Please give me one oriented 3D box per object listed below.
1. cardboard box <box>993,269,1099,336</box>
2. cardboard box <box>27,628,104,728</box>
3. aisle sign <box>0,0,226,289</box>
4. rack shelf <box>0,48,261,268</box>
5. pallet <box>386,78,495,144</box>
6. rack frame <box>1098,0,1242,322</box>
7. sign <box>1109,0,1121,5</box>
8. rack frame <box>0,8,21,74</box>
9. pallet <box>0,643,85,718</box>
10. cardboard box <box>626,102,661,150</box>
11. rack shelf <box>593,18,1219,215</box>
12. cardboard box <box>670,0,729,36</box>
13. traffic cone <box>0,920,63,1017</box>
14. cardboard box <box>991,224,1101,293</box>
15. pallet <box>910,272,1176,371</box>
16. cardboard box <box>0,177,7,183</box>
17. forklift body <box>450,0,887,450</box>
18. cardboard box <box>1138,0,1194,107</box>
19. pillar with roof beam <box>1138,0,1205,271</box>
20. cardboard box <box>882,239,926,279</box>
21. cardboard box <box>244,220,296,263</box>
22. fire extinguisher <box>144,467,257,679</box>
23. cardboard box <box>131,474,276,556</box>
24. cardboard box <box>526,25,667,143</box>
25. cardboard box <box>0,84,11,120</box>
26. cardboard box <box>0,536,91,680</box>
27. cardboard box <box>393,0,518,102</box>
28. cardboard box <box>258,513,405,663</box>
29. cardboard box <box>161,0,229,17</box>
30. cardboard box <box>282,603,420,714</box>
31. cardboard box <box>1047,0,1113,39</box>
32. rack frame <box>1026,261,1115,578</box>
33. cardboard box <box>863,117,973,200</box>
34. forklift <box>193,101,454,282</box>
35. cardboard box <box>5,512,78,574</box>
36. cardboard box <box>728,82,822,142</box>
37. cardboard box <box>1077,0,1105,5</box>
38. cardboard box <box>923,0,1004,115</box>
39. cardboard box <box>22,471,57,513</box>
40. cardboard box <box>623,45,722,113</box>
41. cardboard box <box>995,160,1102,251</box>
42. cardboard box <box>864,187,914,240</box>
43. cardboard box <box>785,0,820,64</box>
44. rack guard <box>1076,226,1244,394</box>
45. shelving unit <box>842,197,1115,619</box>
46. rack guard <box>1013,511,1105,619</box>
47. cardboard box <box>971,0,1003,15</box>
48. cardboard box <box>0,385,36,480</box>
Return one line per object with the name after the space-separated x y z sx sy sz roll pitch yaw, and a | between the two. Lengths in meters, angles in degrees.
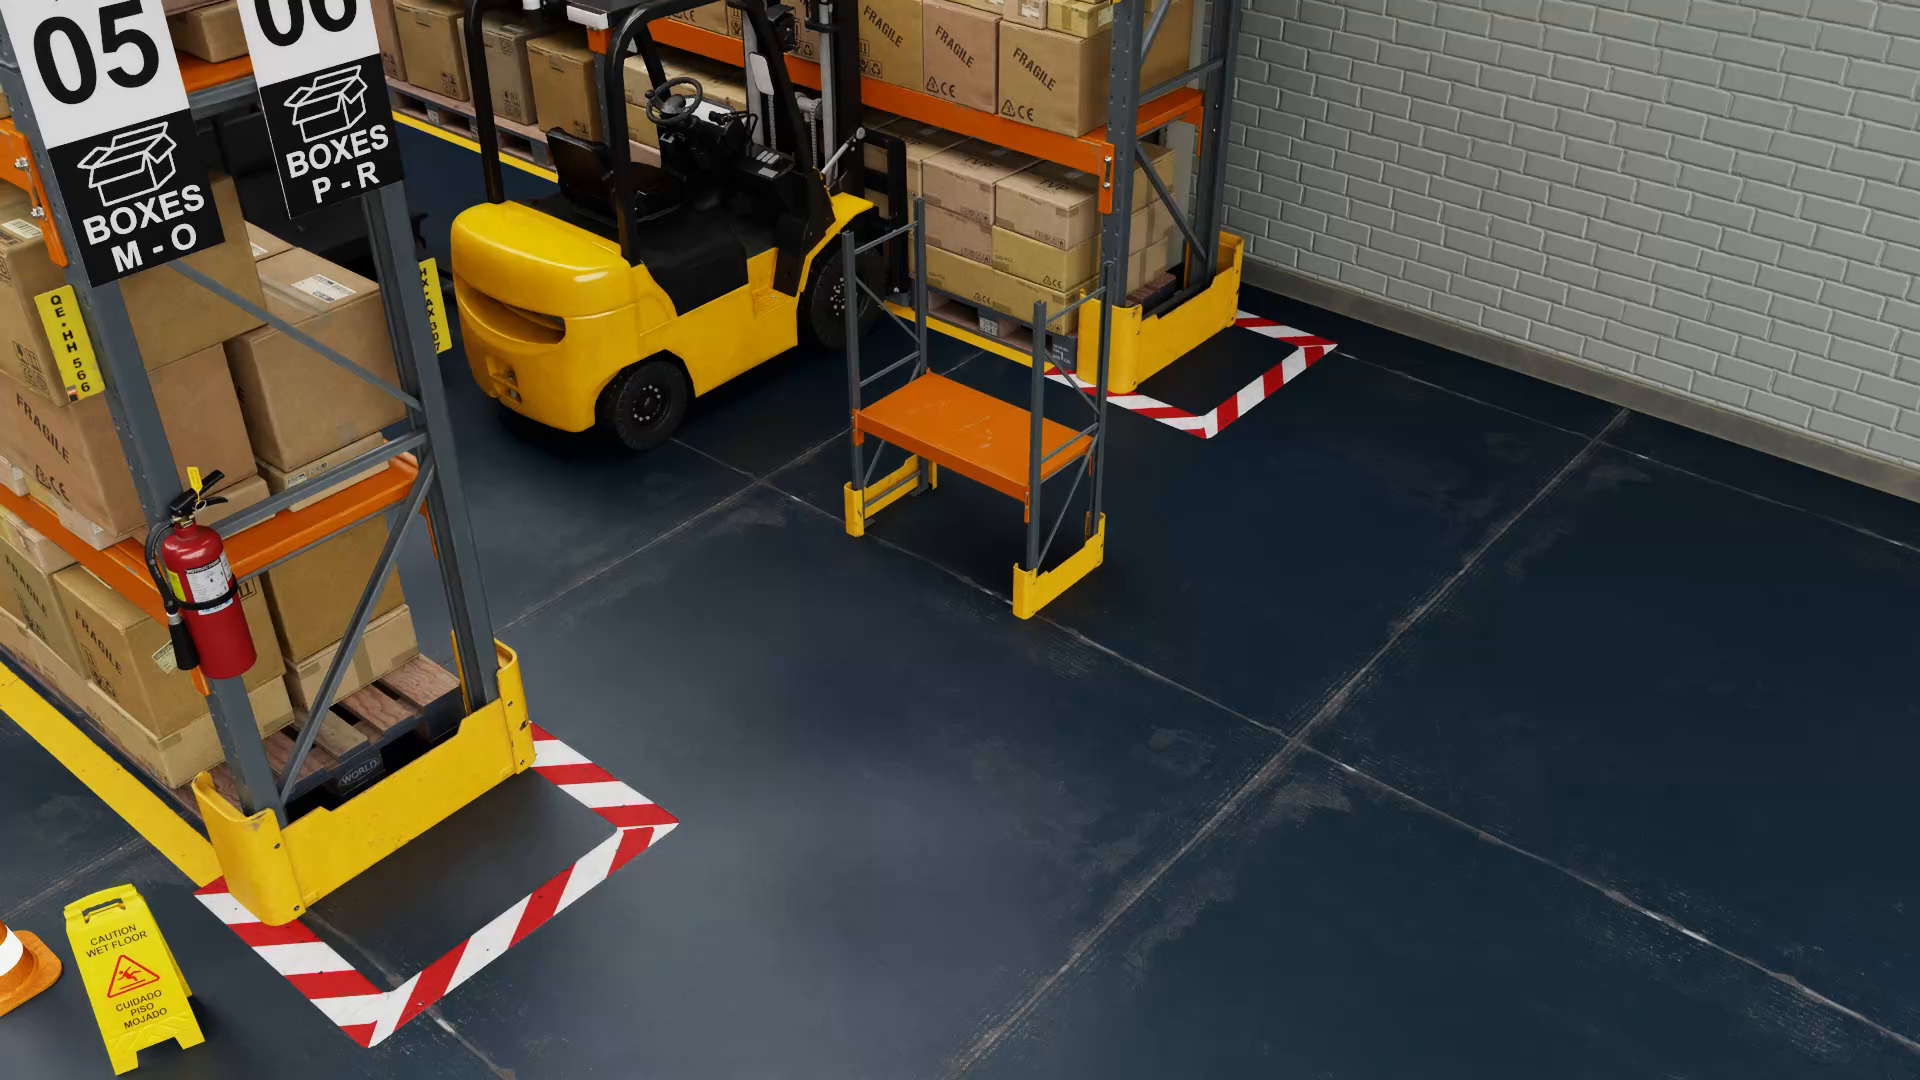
0.530 -1.399 9.195 0.500 0.250 0.500 26 42 32 | cardboard box
-3.267 0.428 6.535 0.500 0.250 0.500 25 42 32 | cardboard box
-2.218 -1.088 4.389 0.004 0.787 0.394 25 42 32 | aisle sign
-3.617 -1.830 5.750 4.000 0.370 1.077 25 42 32 | rack shelf
-3.514 -3.317 12.394 1.213 0.211 1.003 25 42 32 | pallet
1.093 -2.326 8.488 0.127 3.000 1.000 25 42 32 | rack frame
0.735 -2.670 7.756 0.005 0.325 0.100 25 42 32 | sign
-2.080 -2.638 3.643 0.127 3.000 1.000 25 42 32 | rack frame
-3.674 0.205 7.265 1.213 0.211 1.003 25 42 32 | pallet
-1.807 -2.711 10.665 0.500 0.250 0.500 25 42 32 | cardboard box
-0.444 -2.754 9.746 4.000 0.370 1.077 25 42 32 | rack shelf
-1.396 -3.361 9.905 0.500 0.500 0.500 26 42 33 | cardboard box
-3.236 1.286 5.469 0.334 0.463 0.336 25 42 32 | traffic cone
0.519 -1.612 9.064 0.500 0.250 0.500 25 41 31 | cardboard box
0.478 -1.436 9.654 1.213 0.211 1.003 25 42 32 | pallet
-2.997 -1.018 5.348 0.500 0.500 0.700 26 42 32 | cardboard box
-1.532 -1.869 8.572 1.214 2.155 2.313 25 42 32 | forklift body
0.890 -2.668 8.897 0.500 0.500 0.500 27 43 33 | cardboard box
-1.620 -3.571 5.000 0.400 9.000 9.100 25 42 32 | pillar with roof beam
-0.225 -1.768 9.733 0.500 0.250 0.500 26 42 32 | cardboard box
-2.667 -0.808 5.925 0.500 0.500 0.500 27 43 33 | cardboard box
-2.287 0.109 5.011 0.183 0.674 0.296 25 42 32 | fire extinguisher
-2.504 -0.104 5.474 0.250 0.149 0.380 27 43 33 | cardboard box
-2.389 -3.153 11.419 0.625 0.625 0.875 27 43 34 | cardboard box
-2.533 -1.306 4.574 0.250 0.149 0.380 25 42 32 | cardboard box
-3.266 0.122 6.319 0.500 0.500 0.500 27 43 33 | cardboard box
-3.560 -3.709 12.228 0.625 0.625 0.875 23 41 30 | cardboard box
-2.542 0.065 6.401 0.500 0.500 0.500 24 41 30 | cardboard box
-2.296 -1.761 4.884 0.500 0.250 0.500 24 41 31 | cardboard box
-2.523 0.383 6.601 0.500 0.250 0.500 25 42 31 | cardboard box
0.647 -2.638 8.281 0.250 0.149 0.380 26 42 32 | cardboard box
0.456 -0.403 7.012 0.032 1.500 0.500 25 42 32 | rack frame
-0.251 -2.170 9.435 0.500 0.250 0.500 26 42 32 | cardboard box
-3.909 -2.825 9.274 3.031 2.935 1.130 25 42 32 | forklift
-3.188 -0.062 6.013 0.250 0.149 0.380 27 43 33 | cardboard box
-1.034 -2.550 9.989 0.500 0.250 0.500 27 43 33 | cardboard box
0.683 -2.795 8.247 0.250 0.149 0.380 25 42 32 | cardboard box
0.154 -2.623 8.832 0.500 0.500 0.500 27 43 33 | cardboard box
-2.953 -0.250 5.686 0.250 0.149 0.380 24 41 31 | cardboard box
-1.810 -2.915 10.520 0.500 0.250 0.500 25 41 31 | cardboard box
0.539 -1.809 8.909 0.500 0.250 0.500 27 43 33 | cardboard box
-0.270 -1.976 9.595 0.500 0.250 0.500 24 41 31 | cardboard box
-0.634 -2.986 9.360 0.500 0.500 0.500 26 42 32 | cardboard box
1.111 -1.287 9.183 0.348 0.500 1.175 25 42 32 | rack guard
0.059 -0.591 7.285 1.083 1.500 0.587 25 42 32 | shelving unit
0.441 0.105 7.376 0.087 0.250 0.587 25 42 32 | rack guard
0.271 -2.839 8.573 0.250 0.149 0.380 26 42 33 | cardboard box
-3.055 -0.589 5.607 0.500 0.500 0.500 25 42 32 | cardboard box
